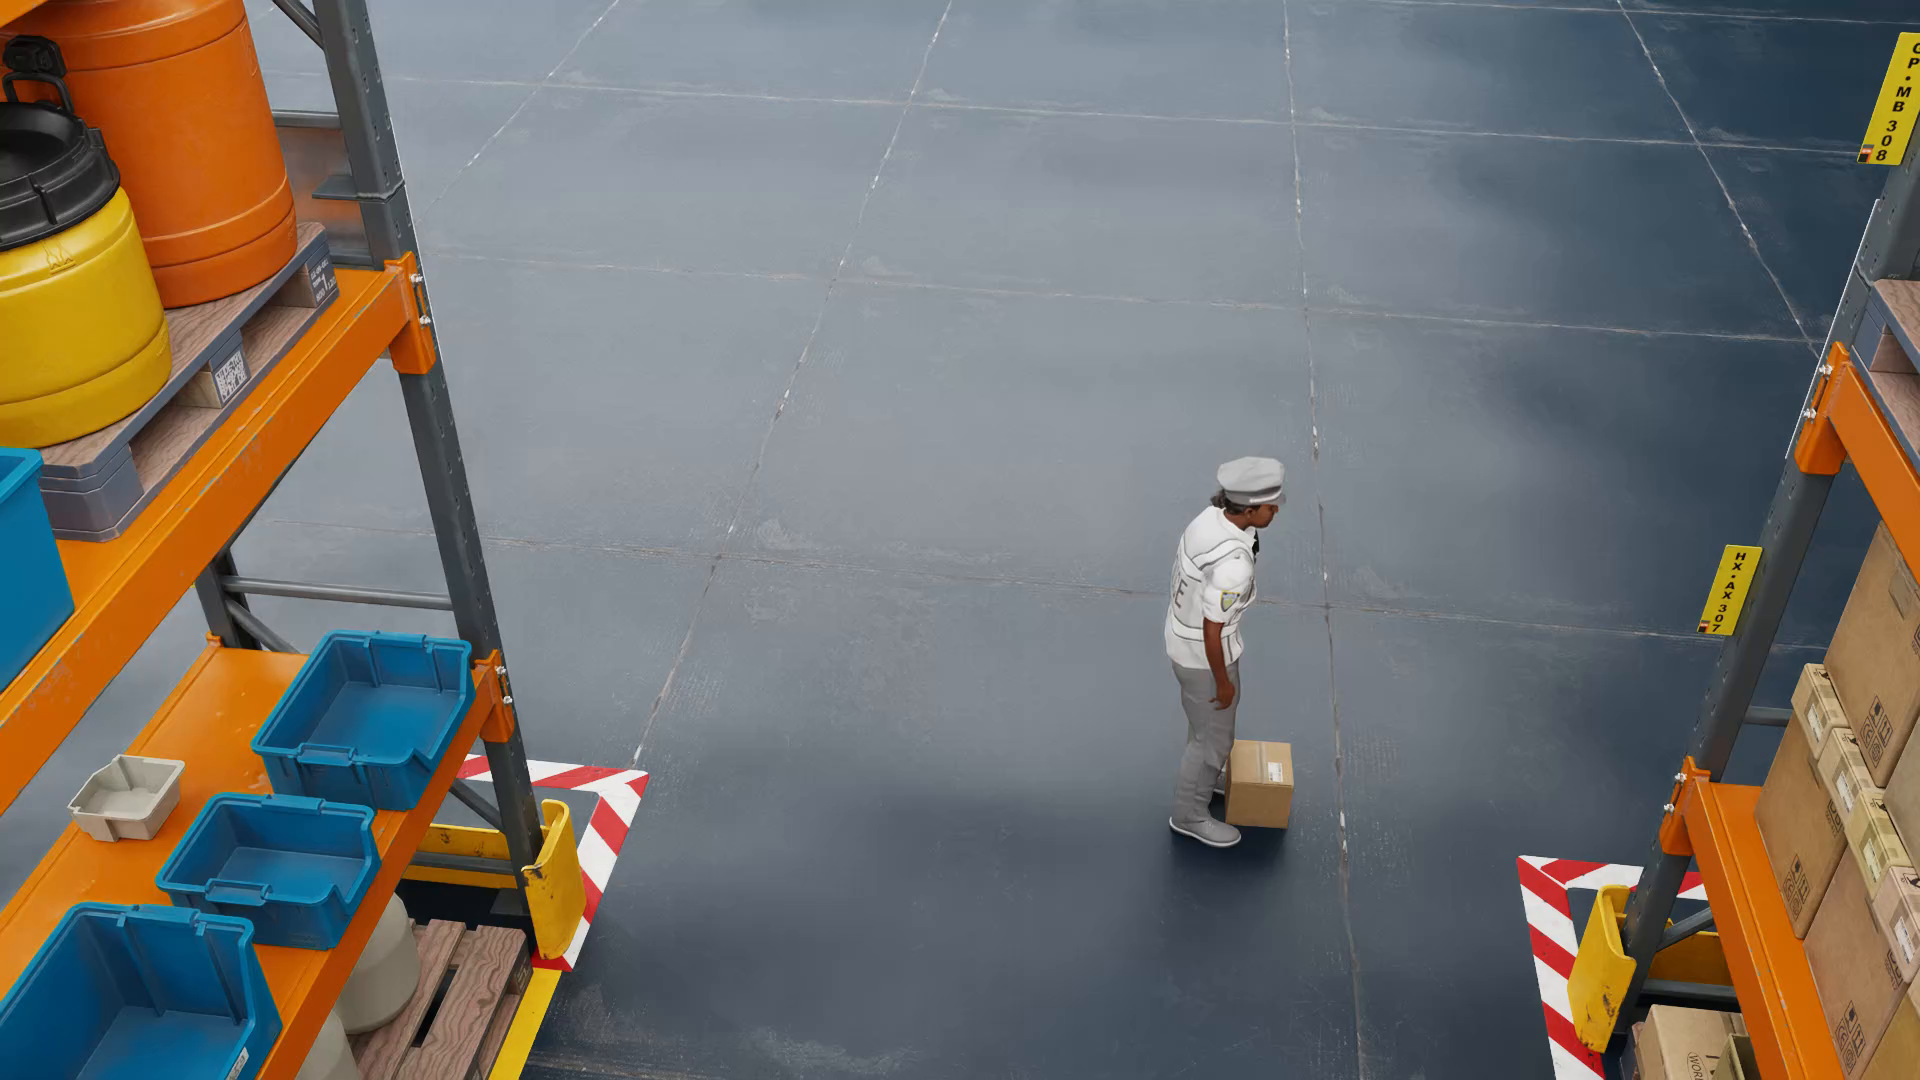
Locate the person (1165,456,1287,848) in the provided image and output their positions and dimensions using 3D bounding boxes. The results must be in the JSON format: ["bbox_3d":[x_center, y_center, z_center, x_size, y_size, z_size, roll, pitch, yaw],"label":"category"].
[{"bbox_3d":[1.008,0.427,6.459,0.427,1.658,0.525,2,36,3],"label":"person"}]
